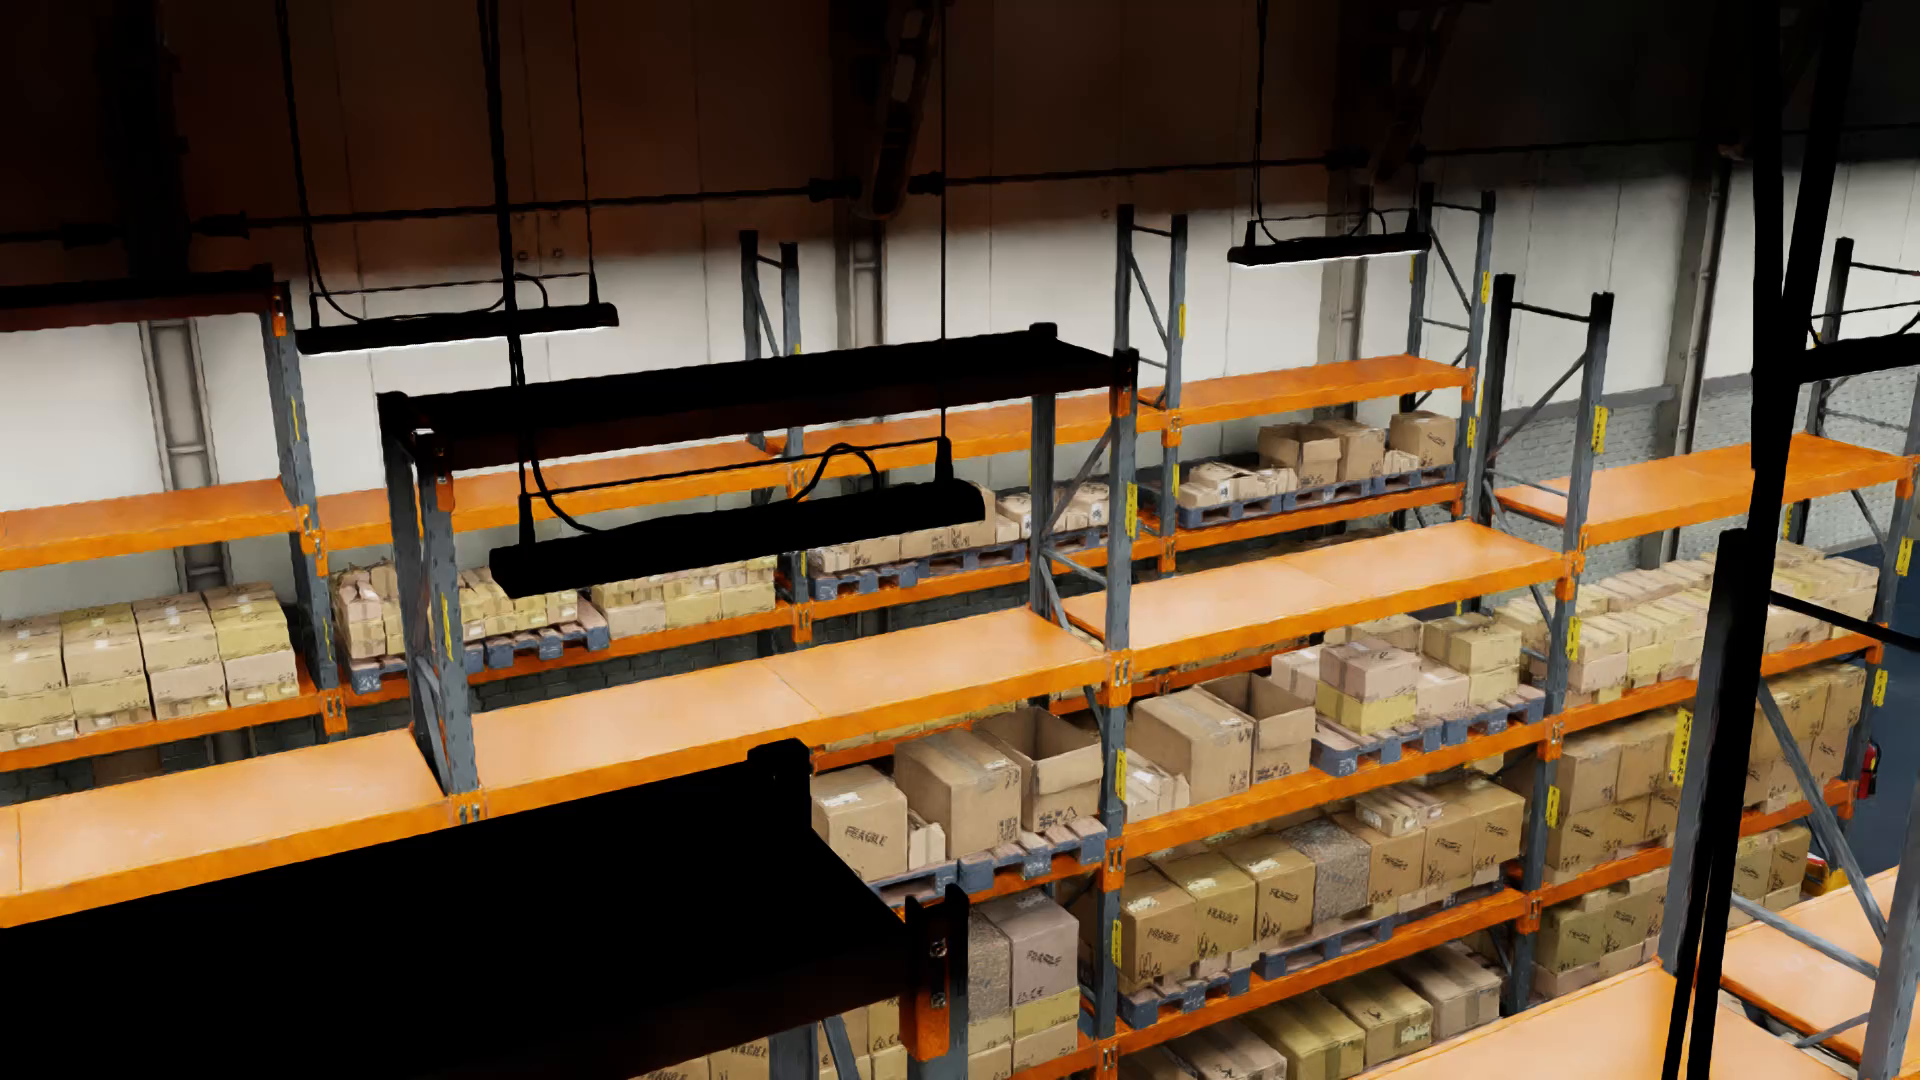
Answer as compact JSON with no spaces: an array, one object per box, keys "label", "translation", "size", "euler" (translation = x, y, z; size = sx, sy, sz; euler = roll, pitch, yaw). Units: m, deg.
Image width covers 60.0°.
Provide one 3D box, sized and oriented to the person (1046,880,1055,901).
[{"label":"person","translation":[0.950,2.876,14.193],"size":[0.494,1.596,0.511],"euler":[0,18,1]}]
